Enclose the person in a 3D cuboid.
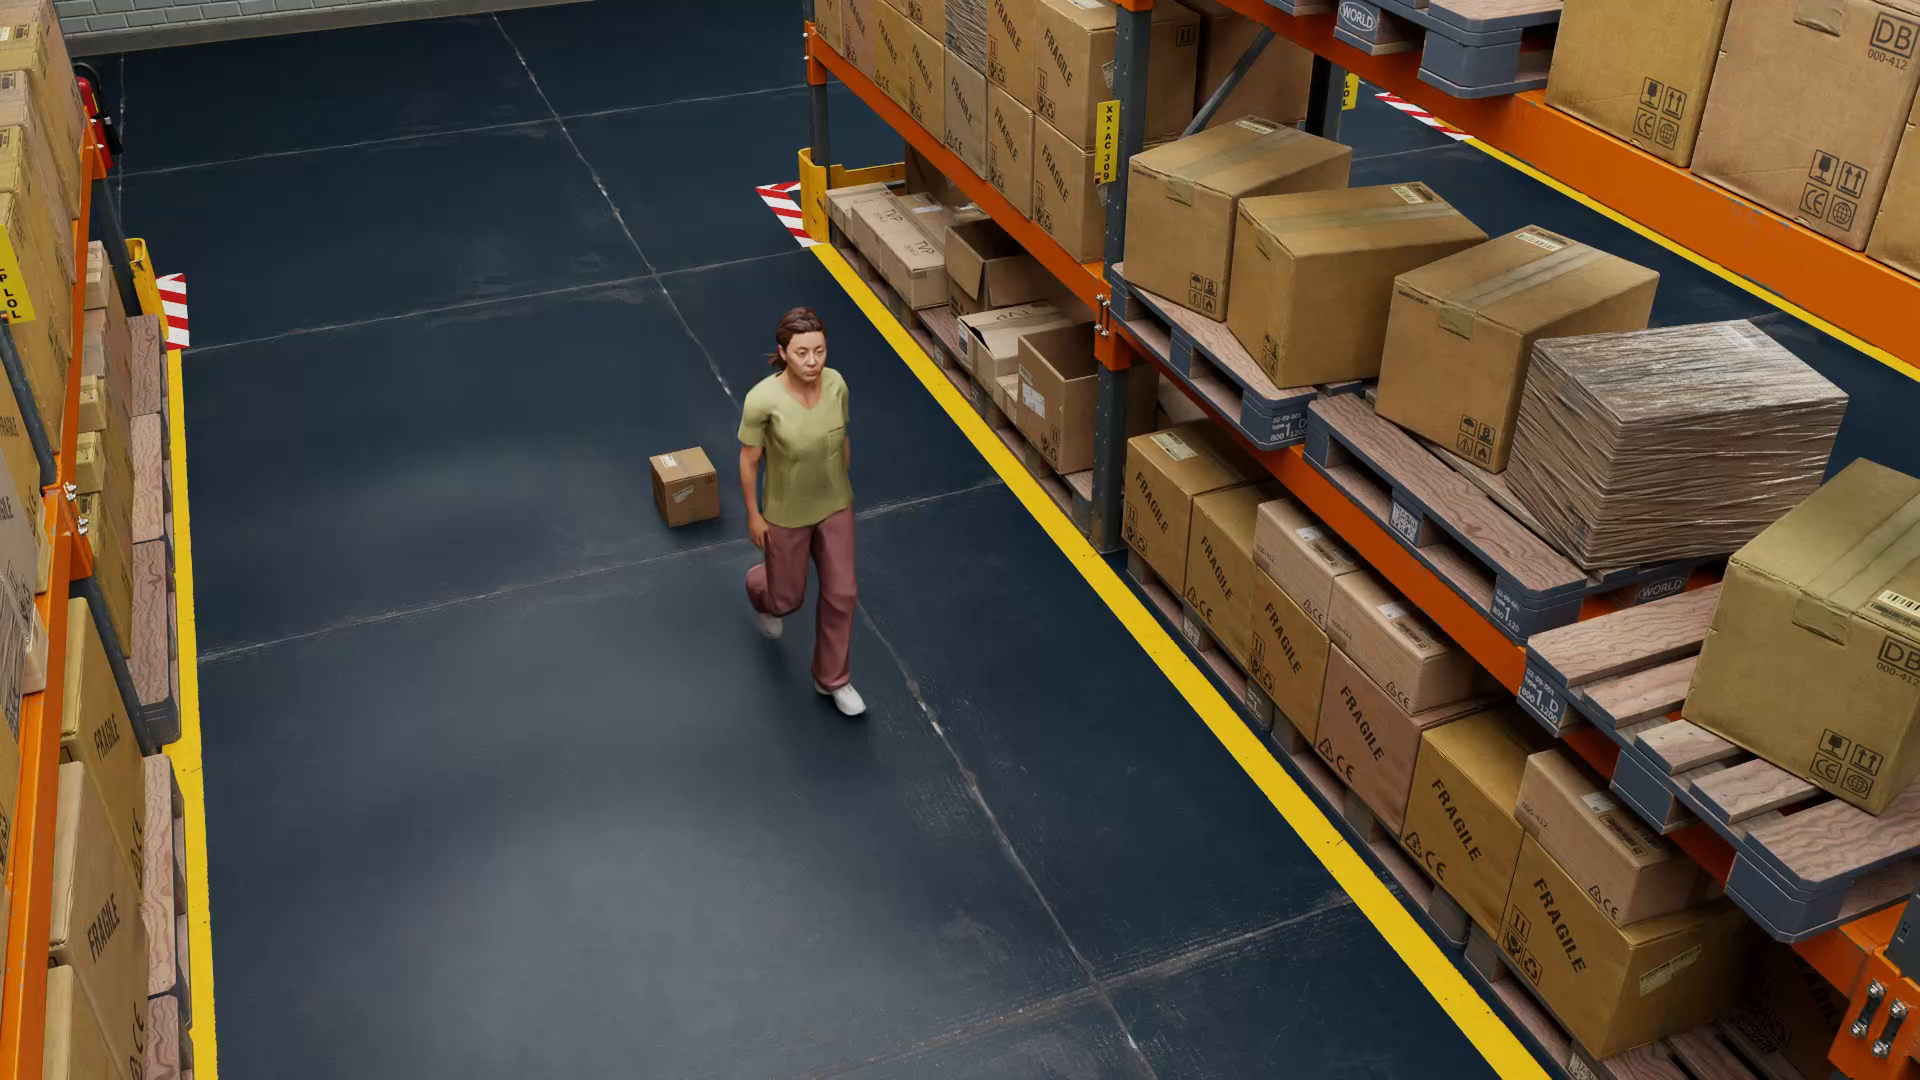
[{"bbox_3d":[-0.627,-0.148,6.344,0.457,1.649,0.769,-17,37,-24],"label":"person"}]
